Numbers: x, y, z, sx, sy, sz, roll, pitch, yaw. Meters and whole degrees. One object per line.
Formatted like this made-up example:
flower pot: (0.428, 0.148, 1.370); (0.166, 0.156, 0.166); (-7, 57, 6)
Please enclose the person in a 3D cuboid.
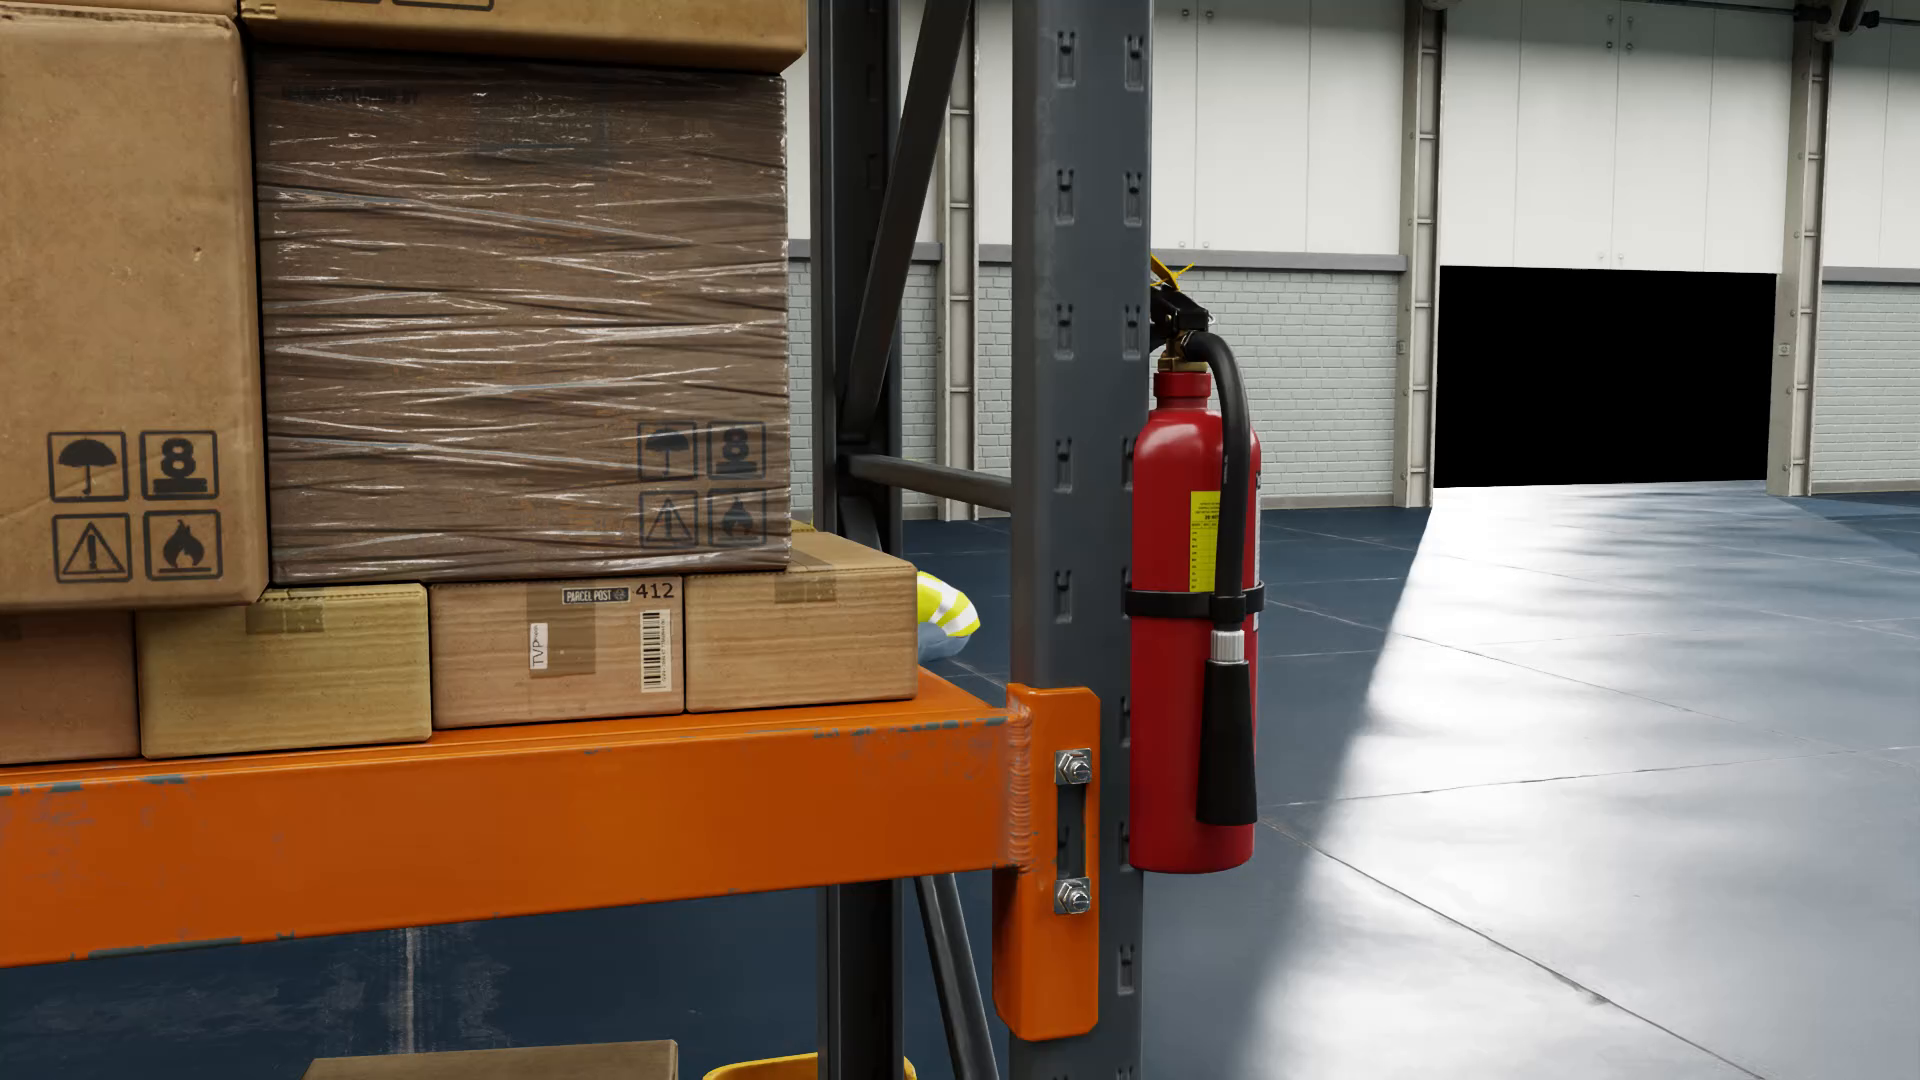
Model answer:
person: (-0.266, -0.016, 7.902); (0.586, 1.760, 0.503); (-2, 6, -18)
